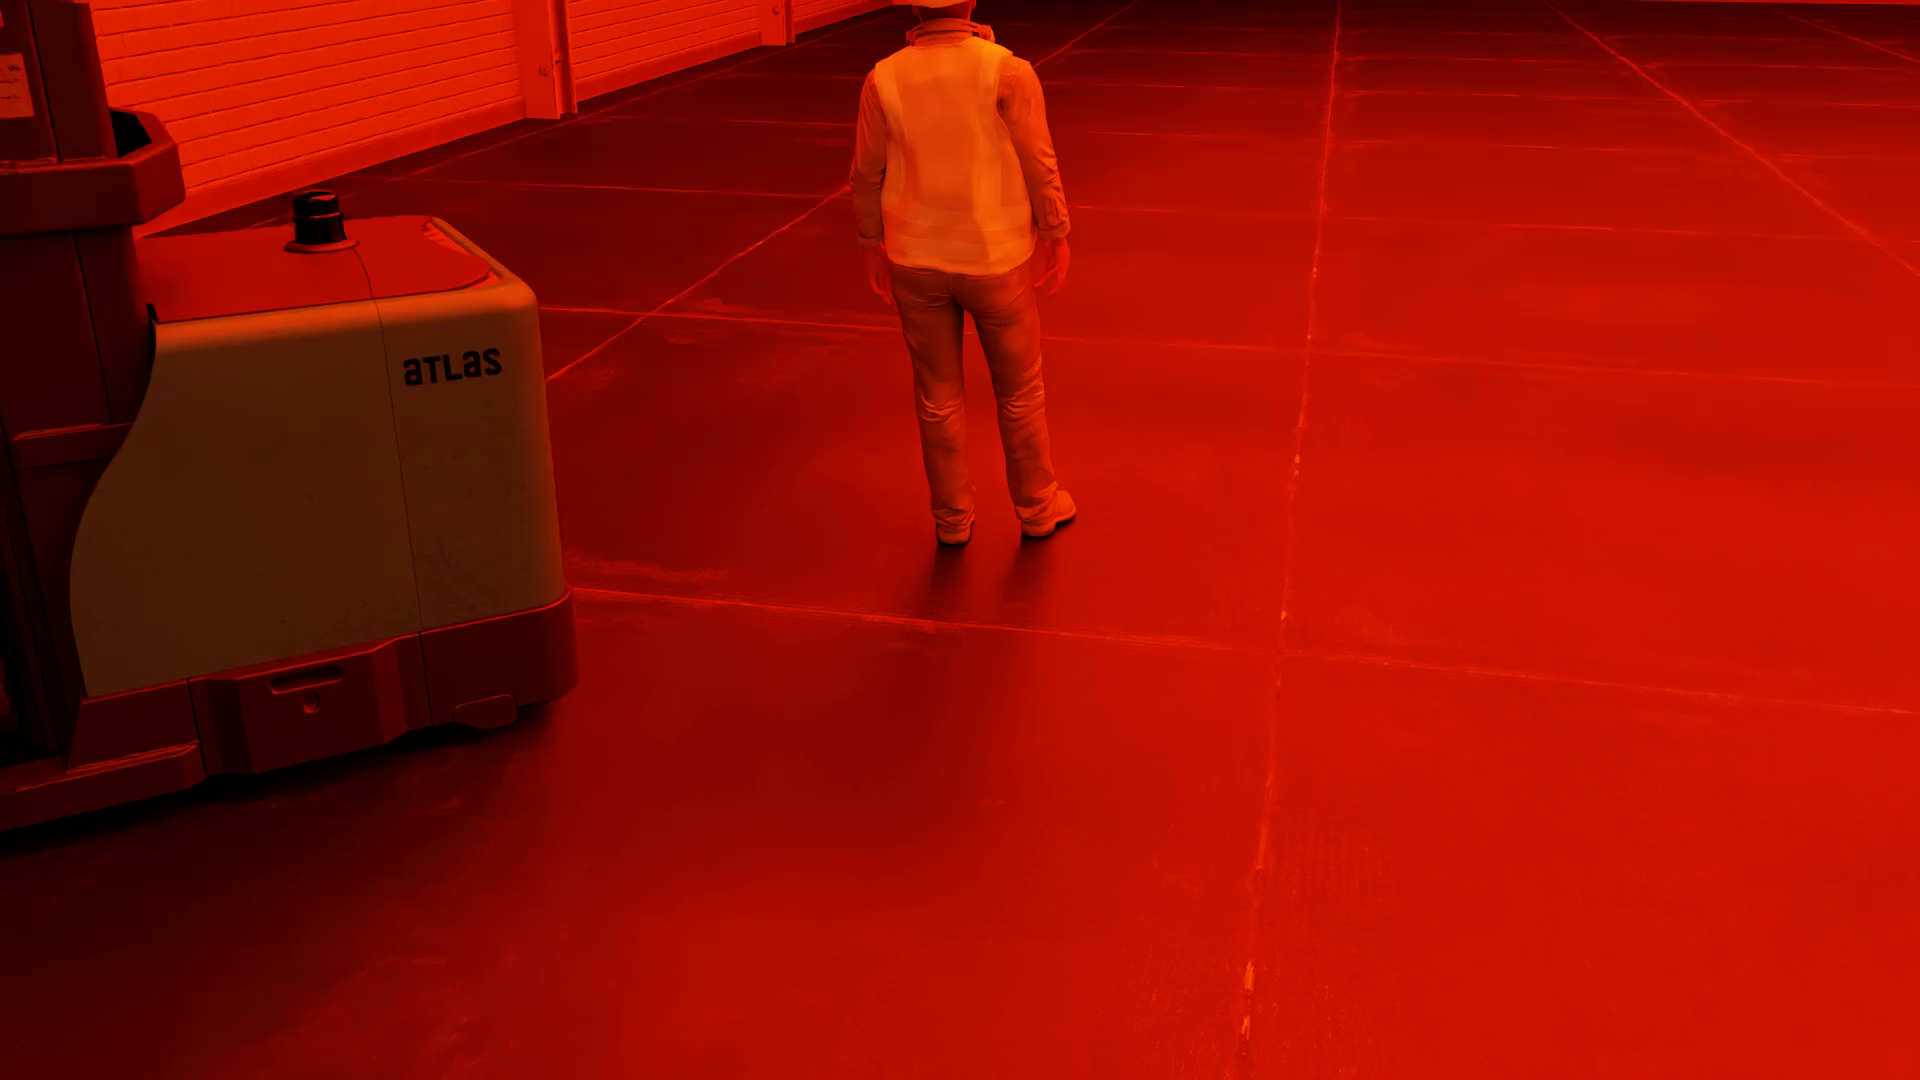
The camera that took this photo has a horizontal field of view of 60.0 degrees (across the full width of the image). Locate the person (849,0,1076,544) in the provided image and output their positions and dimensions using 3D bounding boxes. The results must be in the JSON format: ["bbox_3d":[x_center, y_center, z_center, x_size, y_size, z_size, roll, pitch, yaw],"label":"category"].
[{"bbox_3d":[0.021,-0.850,4.865,0.632,1.773,0.568,5,23,11],"label":"person"}]

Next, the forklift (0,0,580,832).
[{"bbox_3d":[-2.482,-0.822,3.283,3.031,2.935,1.130,-12,25,-26],"label":"forklift"}]
